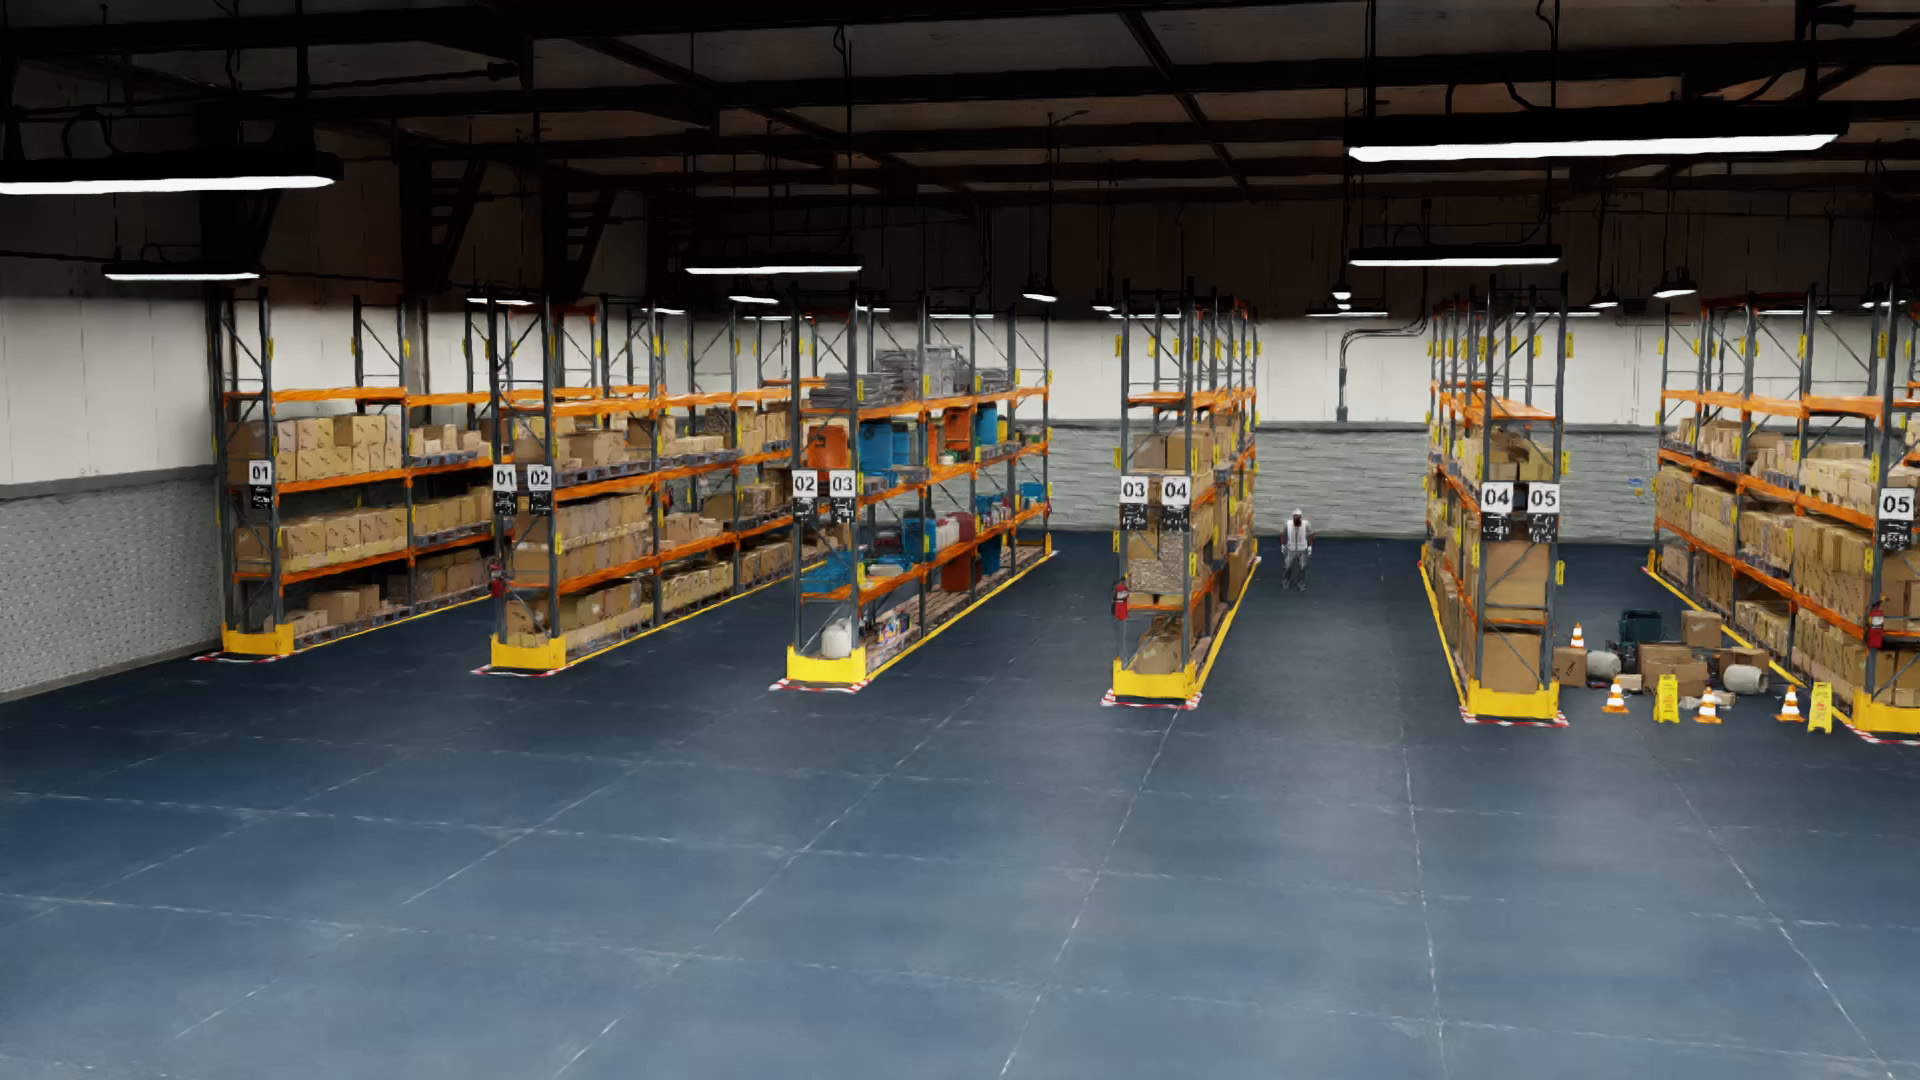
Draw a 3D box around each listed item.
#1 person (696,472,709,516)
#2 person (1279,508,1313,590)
[{"bbox_3d":[-7.409,-1.210,47.197,0.568,1.586,0.464,-4,8,-30],"label":"person"},{"bbox_3d":[6.961,0.195,34.459,0.702,1.734,0.549,1,7,11],"label":"person"}]
